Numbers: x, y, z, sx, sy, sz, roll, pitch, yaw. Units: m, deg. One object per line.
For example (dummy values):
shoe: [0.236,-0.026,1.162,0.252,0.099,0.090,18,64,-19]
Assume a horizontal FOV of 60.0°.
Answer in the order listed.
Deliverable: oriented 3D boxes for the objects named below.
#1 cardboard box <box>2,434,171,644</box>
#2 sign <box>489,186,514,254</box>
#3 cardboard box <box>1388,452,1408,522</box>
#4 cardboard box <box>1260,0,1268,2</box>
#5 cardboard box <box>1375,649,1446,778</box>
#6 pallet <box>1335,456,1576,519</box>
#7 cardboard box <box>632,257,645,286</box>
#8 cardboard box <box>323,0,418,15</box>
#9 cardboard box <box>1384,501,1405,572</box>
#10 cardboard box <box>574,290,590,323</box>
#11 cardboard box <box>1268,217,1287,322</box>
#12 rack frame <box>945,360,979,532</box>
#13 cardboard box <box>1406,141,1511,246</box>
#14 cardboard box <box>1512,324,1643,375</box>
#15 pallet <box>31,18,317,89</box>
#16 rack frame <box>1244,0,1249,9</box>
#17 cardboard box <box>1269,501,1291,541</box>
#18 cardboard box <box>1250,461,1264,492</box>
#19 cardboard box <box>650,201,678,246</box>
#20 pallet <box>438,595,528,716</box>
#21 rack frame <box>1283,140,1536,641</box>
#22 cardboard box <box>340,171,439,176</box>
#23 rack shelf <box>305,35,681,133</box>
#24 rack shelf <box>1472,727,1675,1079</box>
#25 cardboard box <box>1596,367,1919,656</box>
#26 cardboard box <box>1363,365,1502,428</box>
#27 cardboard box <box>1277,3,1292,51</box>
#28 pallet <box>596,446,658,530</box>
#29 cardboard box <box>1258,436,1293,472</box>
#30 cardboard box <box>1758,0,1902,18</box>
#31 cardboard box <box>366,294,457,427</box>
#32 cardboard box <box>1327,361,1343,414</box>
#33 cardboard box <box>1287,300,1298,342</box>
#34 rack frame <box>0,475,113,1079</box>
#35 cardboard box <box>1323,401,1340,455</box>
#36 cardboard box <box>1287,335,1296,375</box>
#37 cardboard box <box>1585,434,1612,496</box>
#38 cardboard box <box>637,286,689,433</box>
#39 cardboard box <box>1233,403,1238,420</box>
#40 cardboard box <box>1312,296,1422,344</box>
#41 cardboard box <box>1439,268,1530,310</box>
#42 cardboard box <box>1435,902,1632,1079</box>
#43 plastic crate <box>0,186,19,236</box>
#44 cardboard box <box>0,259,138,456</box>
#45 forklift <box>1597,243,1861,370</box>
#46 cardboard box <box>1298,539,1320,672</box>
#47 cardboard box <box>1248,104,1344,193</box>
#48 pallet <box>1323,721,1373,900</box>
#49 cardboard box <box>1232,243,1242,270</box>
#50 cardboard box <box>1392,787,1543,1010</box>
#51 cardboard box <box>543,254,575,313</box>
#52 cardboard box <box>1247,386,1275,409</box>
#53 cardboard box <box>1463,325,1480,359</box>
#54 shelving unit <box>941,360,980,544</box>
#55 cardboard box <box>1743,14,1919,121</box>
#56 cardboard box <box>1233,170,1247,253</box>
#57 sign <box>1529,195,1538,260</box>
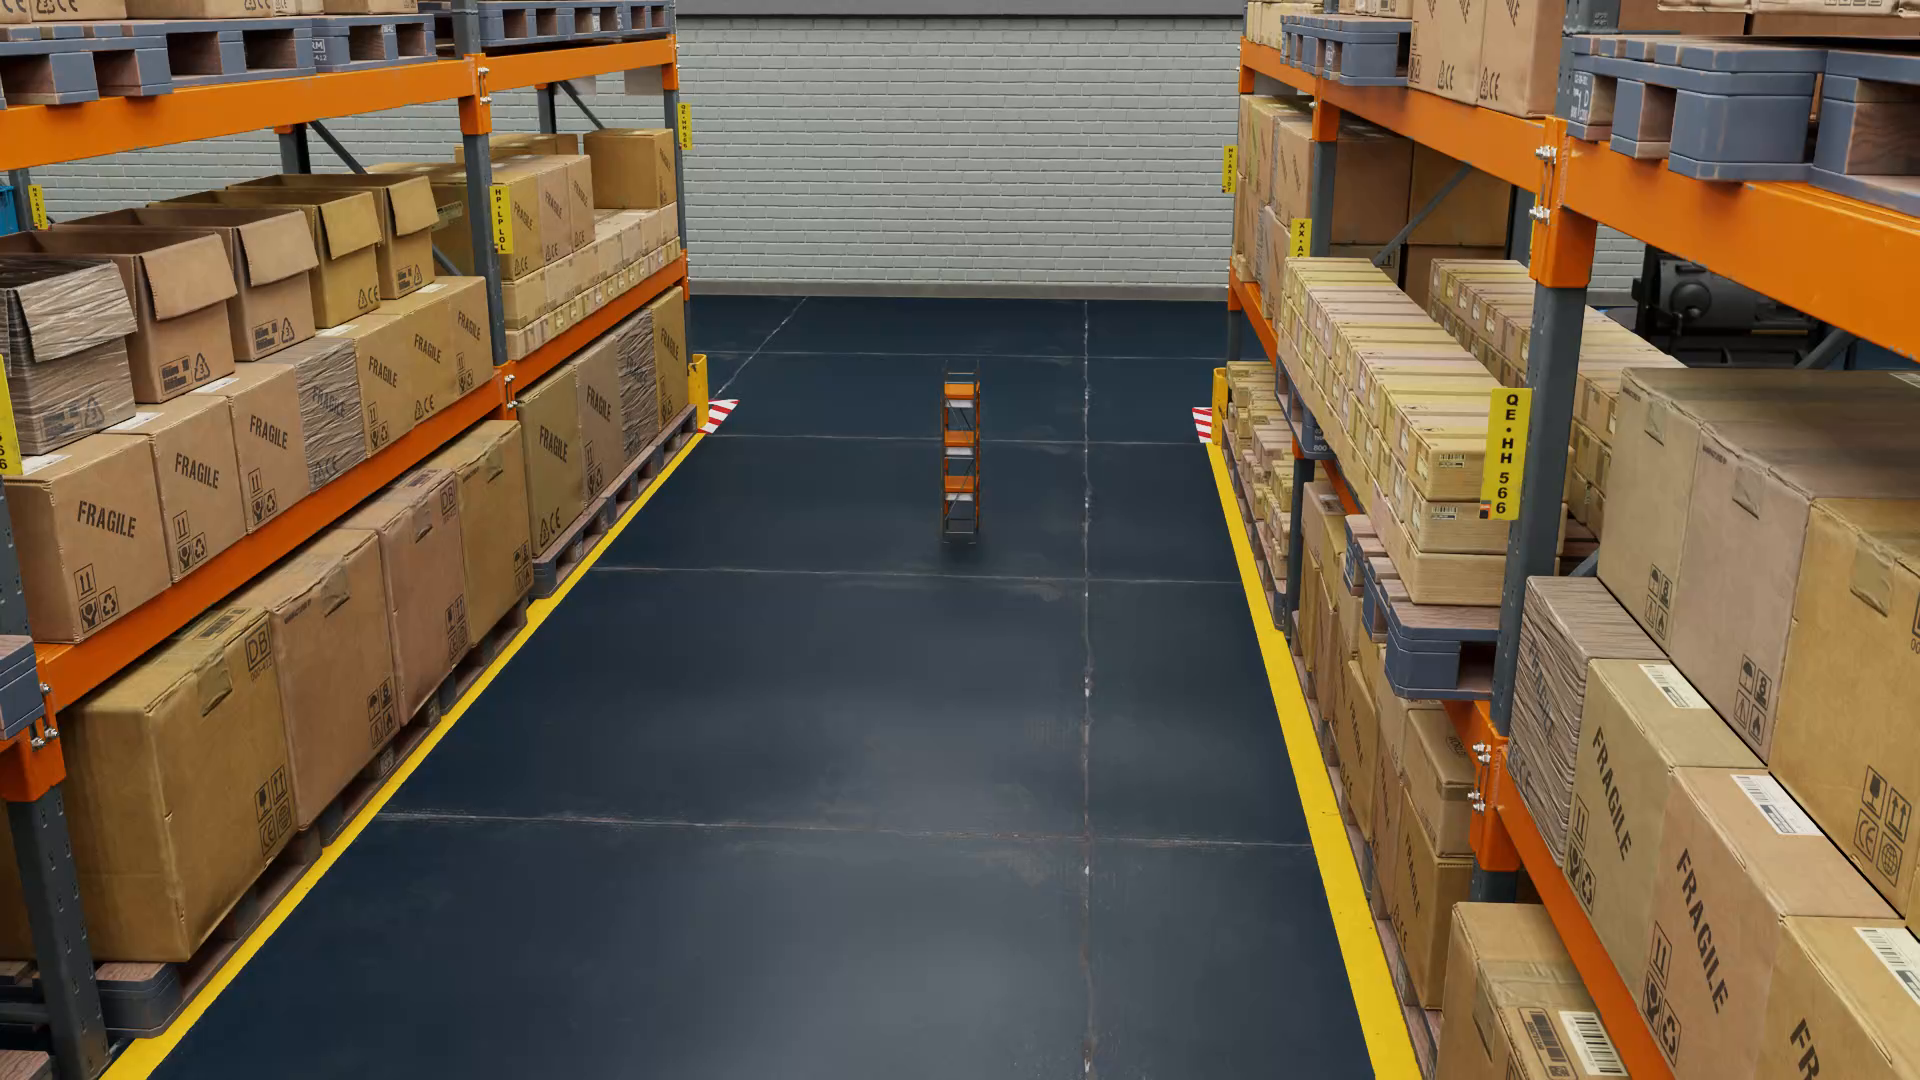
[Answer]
cardboard box: [-2.777,-0.018,4.999,0.500,0.500,0.500,2,18,6]
sign: [-2.255,-1.571,8.168,0.100,0.325,0.005,1,18,4]
cardboard box: [1.455,-0.151,4.819,0.380,0.149,0.250,2,18,6]
cardboard box: [2.055,-3.310,9.829,0.500,0.250,0.500,1,18,5]
cardboard box: [1.669,0.573,5.491,0.500,0.250,0.500,2,18,5]
pallet: [1.957,-0.208,6.048,1.003,0.211,1.213,1,18,4]
cardboard box: [-2.279,-1.755,10.866,0.380,0.149,0.250,1,18,3]
cardboard box: [-2.828,-2.560,7.266,0.700,0.500,0.500,2,18,5]
cardboard box: [1.453,-0.004,4.847,0.380,0.149,0.250,1,18,4]
cardboard box: [-2.372,-1.357,9.651,0.380,0.149,0.250,1,18,3]
cardboard box: [1.934,-1.432,8.838,0.500,0.500,0.500,1,18,2]
rack frame: [0.013,-0.553,9.926,0.200,1.050,0.008,1,18,4]
cardboard box: [2.419,-1.724,8.124,0.500,0.500,0.500,2,18,5]
cardboard box: [2.197,-0.671,5.927,0.380,0.149,0.250,1,18,3]
pallet: [-3.013,-1.710,5.809,1.003,0.211,1.213,2,18,6]
rack frame: [2.430,-5.019,10.788,1.000,3.000,0.127,1,18,4]
cardboard box: [1.856,-0.101,8.840,0.380,0.149,0.250,0,18,1]
cardboard box: [1.976,-0.376,10.158,0.380,0.149,0.250,1,18,4]
cardboard box: [-2.280,-2.224,11.655,0.500,0.250,0.500,1,18,3]
pallet: [-2.777,0.499,8.062,1.003,0.211,1.213,1,18,4]
rack frame: [2.143,-0.926,7.930,1.000,3.000,0.127,1,18,4]
cardboard box: [-3.031,-1.643,8.678,0.500,0.500,0.500,2,18,5]
rack shelf: [-2.653,-2.772,9.905,1.077,0.370,4.000,1,18,4]
rack shelf: [1.713,1.280,2.355,1.077,0.370,4.000,1,18,4]
cardboard box: [1.814,-0.067,3.543,0.700,0.500,0.500,1,18,4]
cardboard box: [1.489,-0.451,5.255,0.380,0.149,0.250,2,18,6]
cardboard box: [1.992,-2.751,8.924,0.500,0.250,0.500,1,18,3]
pallet: [-2.579,-0.357,10.673,1.003,0.211,1.213,1,18,4]
cardboard box: [1.922,-0.492,9.556,0.380,0.149,0.250,0,18,1]
cardboard box: [1.549,-0.909,2.468,0.500,0.250,0.500,2,18,5]
cardboard box: [-2.600,-0.810,7.418,0.500,0.500,0.500,2,18,6]
cardboard box: [1.546,-0.549,6.033,0.380,0.149,0.250,1,18,3]
cardboard box: [1.640,-0.954,7.270,0.380,0.149,0.250,1,18,3]
rack frame: [-3.084,0.175,4.573,1.000,3.000,0.127,1,18,4]
cardboard box: [1.547,-0.410,6.085,0.380,0.149,0.250,0,18,1]
cardboard box: [1.642,-0.807,7.299,0.380,0.149,0.250,2,18,5]
cardboard box: [2.125,-0.218,5.021,0.380,0.149,0.250,1,18,2]
cardboard box: [-2.476,-1.299,11.809,0.875,0.875,0.875,1,18,4]
cardboard box: [2.060,-0.913,11.319,0.380,0.149,0.250,1,18,4]
cardboard box: [1.583,-0.853,6.483,0.380,0.149,0.250,1,18,3]
cardboard box: [2.291,-1.076,7.163,0.380,0.149,0.250,1,18,2]
cardboard box: [1.723,1.373,3.853,1.050,0.750,0.750,1,18,3]
plastic crate: [-7.288,-2.358,12.148,0.616,0.435,0.499,1,18,4]
cardboard box: [-3.015,-0.576,5.093,0.797,0.503,0.637,2,18,6]
forklift: [4.621,-1.466,9.689,1.130,2.935,3.031,2,18,5]
cardboard box: [1.826,0.286,7.572,0.500,0.500,0.500,2,18,6]
cardboard box: [2.044,-2.380,10.126,0.500,0.500,0.500,1,18,3]
pallet: [2.004,1.021,6.467,1.003,0.211,1.213,1,18,4]
cardboard box: [2.080,-1.955,11.476,0.380,0.149,0.250,1,18,3]
cardboard box: [1.643,1.095,5.104,0.500,0.500,0.500,1,18,4]
cardboard box: [-2.461,-1.432,9.240,0.500,0.250,0.500,1,18,4]
cardboard box: [2.073,-0.898,10.794,0.380,0.149,0.250,0,18,1]
cardboard box: [2.258,-0.775,6.723,0.380,0.149,0.250,1,18,2]
shelving unit: [0.004,-0.516,9.810,0.215,1.050,0.252,1,18,4]
cardboard box: [2.163,-1.328,4.179,0.500,0.500,0.500,1,18,4]
cardboard box: [2.122,-2.223,11.253,0.500,0.500,0.500,2,18,7]
sign: [2.697,-1.464,7.716,0.100,0.325,0.005,1,18,4]
